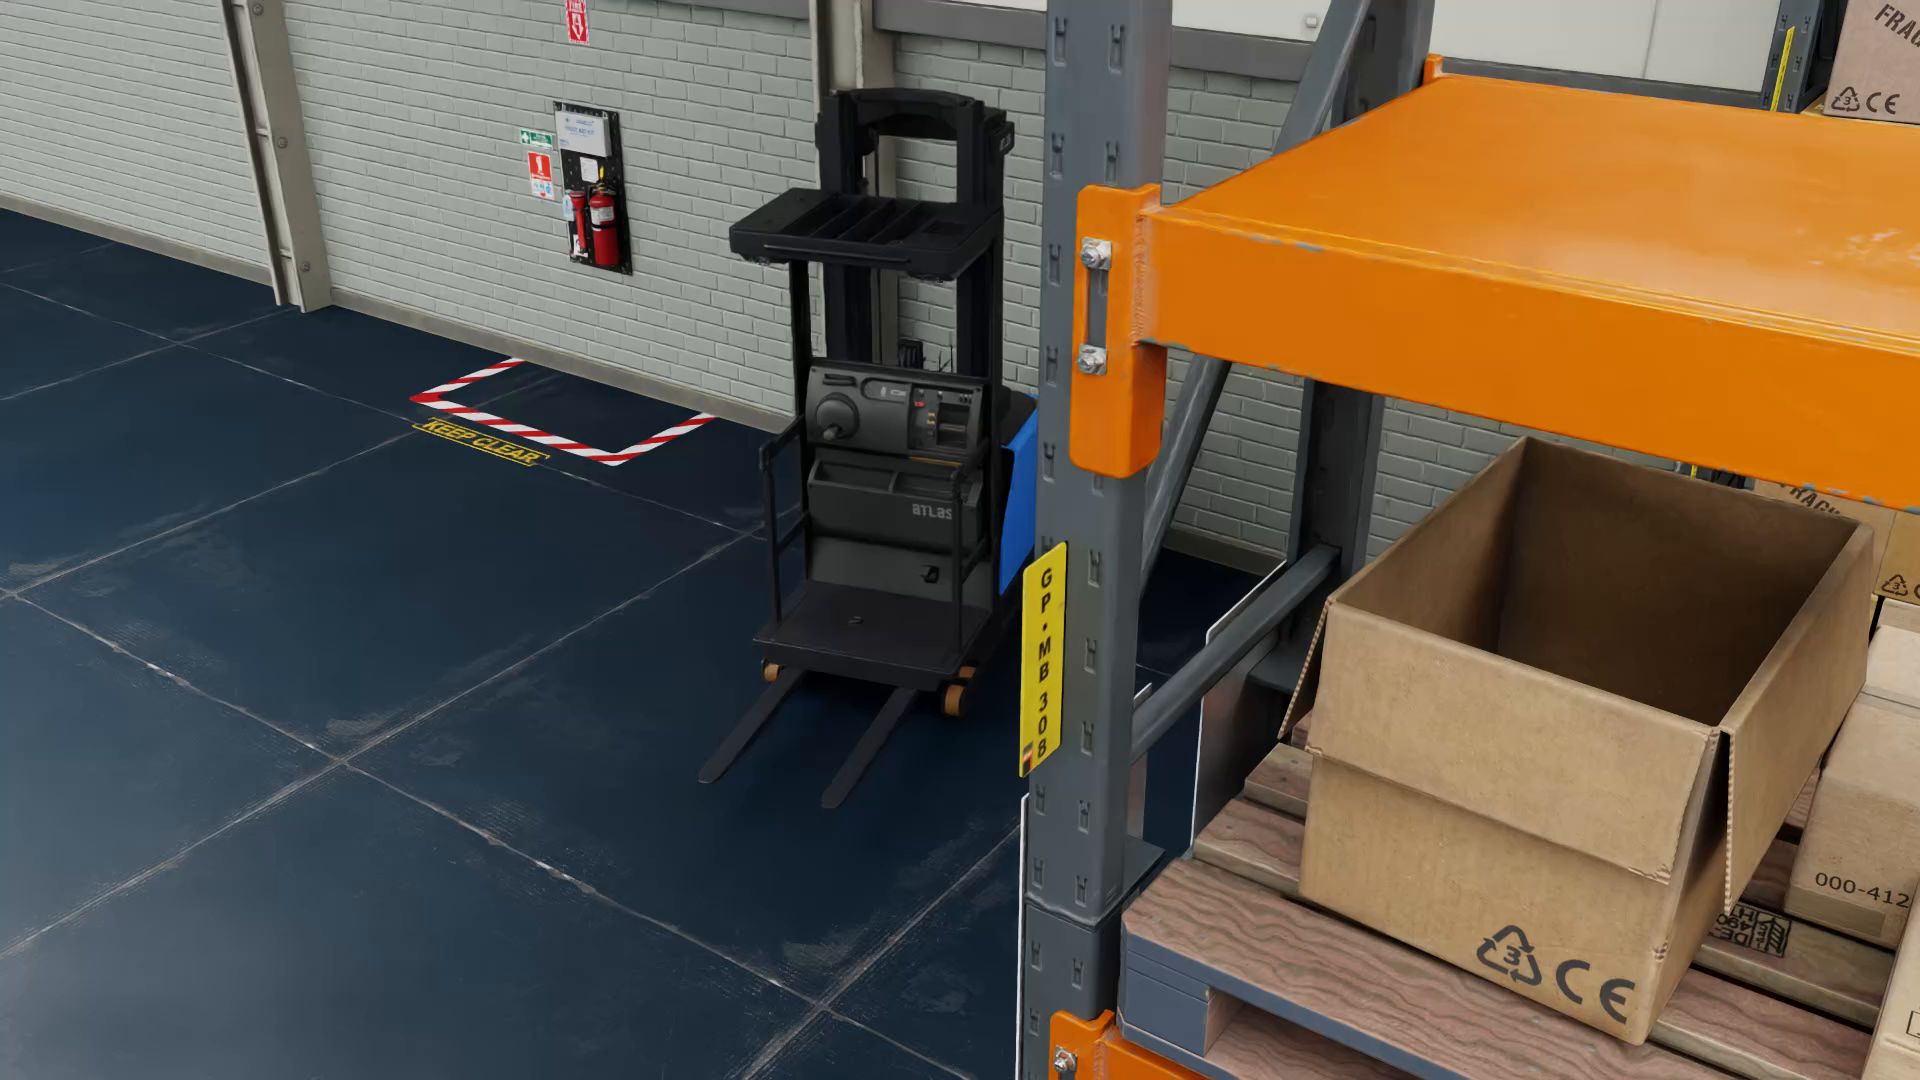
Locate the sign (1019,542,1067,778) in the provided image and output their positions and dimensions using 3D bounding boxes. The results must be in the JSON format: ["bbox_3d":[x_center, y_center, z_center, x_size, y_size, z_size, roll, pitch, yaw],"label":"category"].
[{"bbox_3d":[0.112,0.165,2.259,0.005,0.325,0.100,17,32,30],"label":"sign"}]

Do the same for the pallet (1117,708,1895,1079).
[{"bbox_3d":[1.000,0.615,2.525,1.213,0.211,1.003,17,32,30],"label":"pallet"}]

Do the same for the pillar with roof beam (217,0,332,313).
[{"bbox_3d":[-8.029,-4.421,9.016,0.400,9.000,9.100,17,32,30],"label":"pillar with roof beam"}]

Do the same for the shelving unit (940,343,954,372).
[{"bbox_3d":[0.016,-0.571,10.046,0.189,1.200,0.258,7,28,16],"label":"shelving unit"}]

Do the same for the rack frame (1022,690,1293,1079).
[{"bbox_3d":[0.431,1.721,3.561,0.127,3.000,1.000,17,32,30],"label":"rack frame"}]

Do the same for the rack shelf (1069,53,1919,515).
[{"bbox_3d":[2.080,0.060,1.445,4.000,0.370,1.077,17,32,30],"label":"rack shelf"}]

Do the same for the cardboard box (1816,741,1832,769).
[{"bbox_3d":[3.752,1.082,7.296,0.500,0.311,0.500,14,30,25],"label":"cardboard box"}]

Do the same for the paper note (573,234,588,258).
[{"bbox_3d":[-2.768,-2.144,12.126,0.142,0.148,0.016,17,32,30],"label":"paper note"}]

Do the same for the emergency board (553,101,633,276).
[{"bbox_3d":[-2.661,-2.465,11.786,0.643,1.169,0.194,17,32,30],"label":"emergency board"}]

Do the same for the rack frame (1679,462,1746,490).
[{"bbox_3d":[3.233,-0.132,7.202,0.127,3.000,1.000,17,32,30],"label":"rack frame"}]

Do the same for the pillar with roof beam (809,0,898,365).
[{"bbox_3d":[-3.083,-2.880,5.988,0.400,9.000,9.100,17,32,30],"label":"pillar with roof beam"}]

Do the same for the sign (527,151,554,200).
[{"bbox_3d":[-3.059,-2.661,12.133,0.234,0.329,0.001,17,32,30],"label":"sign"}]

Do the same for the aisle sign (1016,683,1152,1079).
[{"bbox_3d":[0.204,0.660,2.779,0.004,0.787,0.394,17,32,30],"label":"aisle sign"}]

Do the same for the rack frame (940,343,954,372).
[{"bbox_3d":[-0.071,-0.583,10.072,0.006,1.200,0.240,7,28,16],"label":"rack frame"}]

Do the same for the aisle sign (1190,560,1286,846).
[{"bbox_3d":[0.543,0.436,3.220,0.004,0.787,0.394,17,32,30],"label":"aisle sign"}]

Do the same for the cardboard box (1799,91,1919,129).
[{"bbox_3d":[3.367,-1.343,6.142,0.500,0.500,0.500,18,32,32],"label":"cardboard box"}]

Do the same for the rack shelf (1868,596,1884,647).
[{"bbox_3d":[4.881,0.702,6.356,4.000,0.370,1.077,17,32,30],"label":"rack shelf"}]

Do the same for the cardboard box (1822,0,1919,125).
[{"bbox_3d":[3.413,-1.778,5.895,0.500,0.500,0.500,15,31,27],"label":"cardboard box"}]

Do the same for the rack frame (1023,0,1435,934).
[{"bbox_3d":[0.431,-0.952,2.200,0.127,3.000,1.000,17,32,30],"label":"rack frame"}]

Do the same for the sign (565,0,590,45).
[{"bbox_3d":[-2.612,-3.537,11.338,0.199,0.298,0.001,17,32,30],"label":"sign"}]

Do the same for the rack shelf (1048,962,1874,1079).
[{"bbox_3d":[2.080,1.219,2.034,4.000,0.370,1.077,17,32,30],"label":"rack shelf"}]

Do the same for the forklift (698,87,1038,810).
[{"bbox_3d":[-0.401,-0.609,8.215,1.130,2.935,3.031,9,28,16],"label":"forklift"}]

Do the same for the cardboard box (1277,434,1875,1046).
[{"bbox_3d":[0.903,0.238,2.437,0.637,0.503,0.797,20,33,34],"label":"cardboard box"}]

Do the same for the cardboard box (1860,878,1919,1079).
[{"bbox_3d":[1.301,0.615,2.087,0.250,0.149,0.380,17,32,30],"label":"cardboard box"}]

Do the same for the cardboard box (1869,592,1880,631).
[{"bbox_3d":[3.455,0.170,6.752,0.500,0.250,0.500,16,31,29],"label":"cardboard box"}]

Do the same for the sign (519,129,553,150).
[{"bbox_3d":[-3.060,-2.893,12.004,0.331,0.109,0.001,17,32,30],"label":"sign"}]

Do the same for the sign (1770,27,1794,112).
[{"bbox_3d":[2.926,-1.655,5.924,0.005,0.325,0.100,17,32,30],"label":"sign"}]

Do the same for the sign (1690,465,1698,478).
[{"bbox_3d":[2.926,-0.315,6.607,0.005,0.325,0.100,17,32,30],"label":"sign"}]

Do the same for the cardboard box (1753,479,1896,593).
[{"bbox_3d":[3.456,-0.173,6.599,0.500,0.500,0.500,17,32,30],"label":"cardboard box"}]

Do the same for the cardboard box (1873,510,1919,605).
[{"bbox_3d":[3.858,-0.042,6.343,0.500,0.500,0.500,17,32,30],"label":"cardboard box"}]

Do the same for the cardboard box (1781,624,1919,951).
[{"bbox_3d":[1.530,0.399,2.400,0.500,0.250,0.500,17,32,30],"label":"cardboard box"}]

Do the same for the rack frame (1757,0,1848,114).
[{"bbox_3d":[3.233,-2.805,5.841,0.127,3.000,1.000,17,32,30],"label":"rack frame"}]

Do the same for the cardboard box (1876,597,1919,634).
[{"bbox_3d":[3.891,0.298,6.500,0.500,0.250,0.500,16,31,29],"label":"cardboard box"}]

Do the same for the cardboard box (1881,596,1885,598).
[{"bbox_3d":[4.162,0.103,6.883,0.500,0.250,0.500,18,32,32],"label":"cardboard box"}]
